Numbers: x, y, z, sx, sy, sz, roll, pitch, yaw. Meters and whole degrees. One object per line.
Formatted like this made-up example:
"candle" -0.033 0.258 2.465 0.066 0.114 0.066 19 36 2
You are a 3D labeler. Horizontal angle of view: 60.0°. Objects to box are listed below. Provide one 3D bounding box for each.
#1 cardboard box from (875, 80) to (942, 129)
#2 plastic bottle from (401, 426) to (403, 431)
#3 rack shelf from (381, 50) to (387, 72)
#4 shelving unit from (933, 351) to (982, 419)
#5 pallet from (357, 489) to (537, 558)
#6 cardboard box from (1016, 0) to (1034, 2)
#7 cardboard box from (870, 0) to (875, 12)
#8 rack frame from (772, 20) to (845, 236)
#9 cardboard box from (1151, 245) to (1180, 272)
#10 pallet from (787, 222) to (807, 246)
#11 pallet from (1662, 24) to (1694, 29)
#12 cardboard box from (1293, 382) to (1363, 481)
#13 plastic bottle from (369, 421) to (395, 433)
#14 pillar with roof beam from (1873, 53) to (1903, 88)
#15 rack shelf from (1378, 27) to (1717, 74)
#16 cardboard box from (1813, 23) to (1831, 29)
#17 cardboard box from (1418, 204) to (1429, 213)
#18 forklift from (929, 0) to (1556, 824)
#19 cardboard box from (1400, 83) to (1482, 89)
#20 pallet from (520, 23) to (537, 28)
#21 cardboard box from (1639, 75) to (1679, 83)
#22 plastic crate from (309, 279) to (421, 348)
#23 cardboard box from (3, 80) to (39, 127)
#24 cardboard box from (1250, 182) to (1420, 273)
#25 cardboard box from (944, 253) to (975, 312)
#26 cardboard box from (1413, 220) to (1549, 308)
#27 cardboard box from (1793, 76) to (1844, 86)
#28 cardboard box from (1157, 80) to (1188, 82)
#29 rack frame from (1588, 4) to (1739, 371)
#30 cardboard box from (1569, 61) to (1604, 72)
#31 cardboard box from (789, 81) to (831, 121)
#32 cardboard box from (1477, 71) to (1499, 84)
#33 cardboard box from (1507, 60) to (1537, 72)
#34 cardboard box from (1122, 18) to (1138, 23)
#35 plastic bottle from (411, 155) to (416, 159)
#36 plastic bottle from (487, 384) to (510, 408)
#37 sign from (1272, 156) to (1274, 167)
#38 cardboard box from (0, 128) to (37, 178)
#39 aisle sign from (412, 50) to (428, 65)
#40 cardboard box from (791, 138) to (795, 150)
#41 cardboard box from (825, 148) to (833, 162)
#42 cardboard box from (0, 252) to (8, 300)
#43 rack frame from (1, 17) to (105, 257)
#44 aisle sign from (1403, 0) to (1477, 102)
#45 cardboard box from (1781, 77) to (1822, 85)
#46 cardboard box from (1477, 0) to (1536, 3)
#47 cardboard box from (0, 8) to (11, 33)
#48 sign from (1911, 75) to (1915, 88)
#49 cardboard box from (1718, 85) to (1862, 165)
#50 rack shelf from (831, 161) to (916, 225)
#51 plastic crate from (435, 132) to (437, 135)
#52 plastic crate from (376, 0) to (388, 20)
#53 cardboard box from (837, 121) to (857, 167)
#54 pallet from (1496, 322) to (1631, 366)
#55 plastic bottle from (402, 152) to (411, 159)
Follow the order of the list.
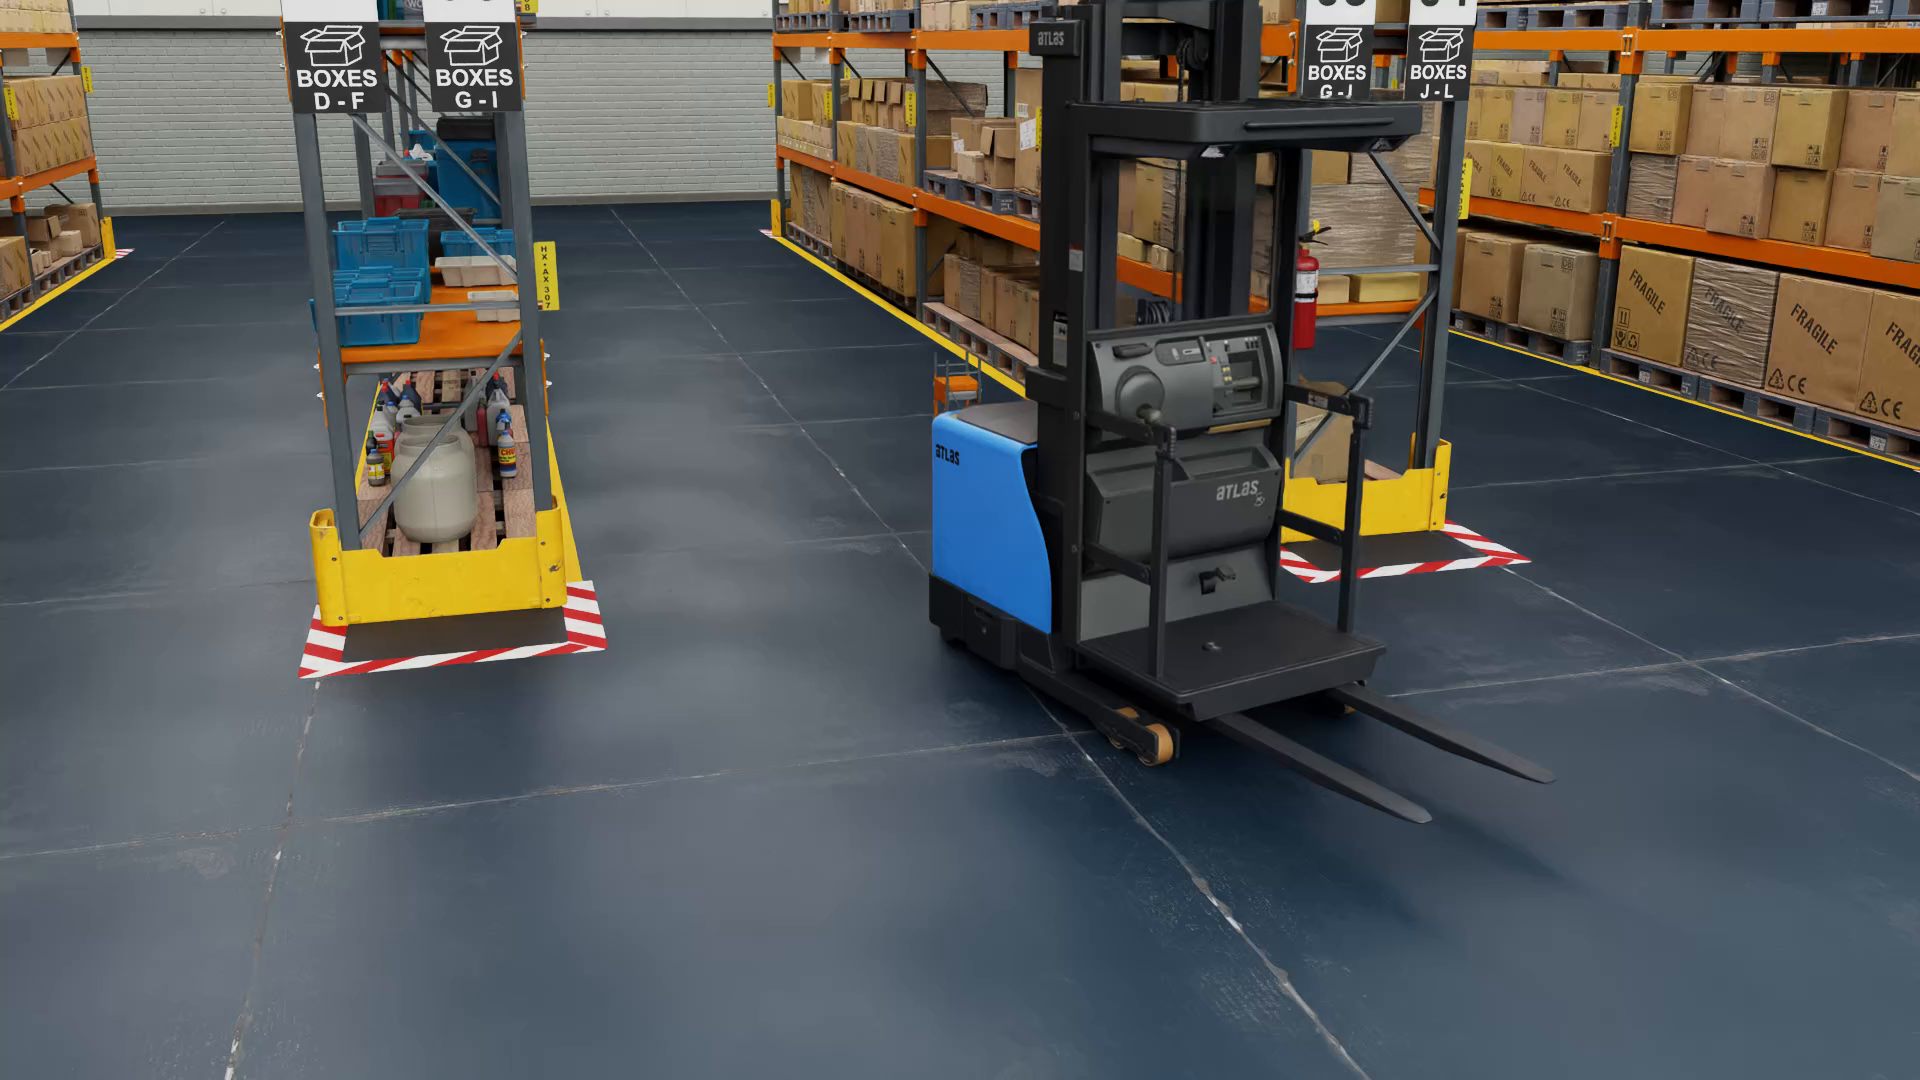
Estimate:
"cardboard box" -0.500 -4.791 18.269 0.797 0.503 0.637 -4 17 -13
"plastic bottle" -3.464 -0.610 10.369 0.097 0.201 0.097 0 17 0
"rack shelf" -4.160 -3.841 13.060 1.077 0.370 4.000 -5 17 -15
"shelving unit" -0.015 -0.518 9.350 0.215 1.050 0.252 -5 17 -15
"pallet" -2.796 0.004 9.071 1.003 0.211 1.213 -5 17 -15
"cardboard box" 0.858 -4.672 13.670 0.797 0.503 0.637 -4 17 -13
"cardboard box" -0.782 -5.893 18.350 0.380 0.149 0.250 -5 18 -18
"rack frame" -2.146 -5.906 23.900 1.000 3.000 0.127 -5 17 -15
"cardboard box" 1.461 -1.829 10.765 0.380 0.149 0.250 -5 17 -15
"pallet" -1.851 -4.356 23.586 1.003 0.211 1.213 -5 17 -15
"pallet" 9.043 -6.306 20.345 1.003 0.211 1.213 -4 17 -13
"cardboard box" 2.095 -0.658 10.045 0.500 0.500 0.500 -1 17 -5
"plastic bottle" -3.519 -0.579 10.134 0.152 0.276 0.135 -5 17 -17
"pillar with roof beam" 9.789 -8.773 23.017 9.100 9.000 0.400 -5 17 -15
"rack shelf" 5.399 -4.596 15.576 1.077 0.370 4.000 -5 17 -15
"cardboard box" 9.574 -5.678 18.160 0.396 0.266 0.258 -5 17 -15
"cardboard box" 4.892 -3.631 18.636 0.500 0.250 0.500 -6 18 -18
"forklift" 1.043 -0.670 6.588 1.130 2.935 3.031 -10 19 -30
"cardboard box" 4.963 -4.459 17.172 0.700 0.500 0.500 -5 17 -16
"pallet" -3.318 -3.350 10.503 1.213 0.211 1.003 -5 17 -15
"cardboard box" 8.776 -5.546 20.788 0.500 0.500 0.500 -5 17 -16
"plastic crate" -2.937 -1.132 8.267 0.499 0.251 0.616 -5 17 -15
"cardboard box" -10.574 -4.840 18.438 0.500 0.500 0.500 -5 18 -17
"cardboard box" 2.126 -1.825 9.623 0.875 0.500 0.500 -5 17 -15
"cardboard box" 0.256 -2.523 16.218 0.700 0.500 0.500 -6 18 -18
"cardboard box" 5.173 -2.764 16.620 1.050 0.750 0.750 -4 17 -14
"cardboard box" 13.100 -6.839 25.447 0.500 0.500 0.500 -5 17 -17
"cardboard box" 1.678 -3.015 11.847 0.500 0.500 0.500 -5 17 -15
"rack frame" 5.948 -2.951 14.062 1.000 3.000 0.127 -5 17 -15
"cardboard box" 8.644 -6.529 22.933 0.380 0.149 0.250 -5 17 -16
"cardboard box" -1.988 -5.901 22.322 0.500 0.500 0.500 -5 17 -17
"cardboard box" 7.806 -6.500 23.964 0.500 0.500 0.500 -4 17 -15
"cardboard box" 7.977 -6.701 23.505 0.380 0.149 0.250 -5 17 -16
"cardboard box" 1.306 -3.523 11.012 0.500 0.250 0.500 -5 18 -17
"plastic bottle" -5.730 -3.870 17.338 0.152 0.276 0.135 -5 17 -15
"plastic bottle" -3.015 -0.840 10.873 0.144 0.351 0.185 -5 17 -16
"sign" 1.712 -2.148 8.827 0.100 0.325 0.005 -5 17 -15
"cardboard box" -10.451 -4.228 18.140 0.500 0.500 0.500 -4 17 -14
"aisle sign" -7.214 -6.756 22.211 0.394 0.787 0.004 -5 17 -15
"cardboard box" -2.082 -5.378 22.577 0.380 0.149 0.250 -5 17 -16
"cardboard box" -1.446 -4.738 20.448 0.380 0.149 0.250 -5 17 -15
"cardboard box" -9.897 -2.641 16.611 0.500 0.500 0.500 -4 17 -15
"rack frame" -11.672 -5.124 21.296 1.000 3.000 0.127 -5 17 -15
"aisle sign" 2.556 -2.732 8.815 0.394 0.787 0.004 -5 17 -15
"cardboard box" 9.680 -5.159 19.502 0.500 0.500 0.500 -5 18 -17
"cardboard box" 5.115 -5.202 15.594 0.500 0.311 0.500 -5 17 -16
"cardboard box" -10.469 -5.536 17.716 0.500 0.250 0.500 -5 17 -15
"sign" 13.786 -6.576 24.118 0.100 0.325 0.005 -5 17 -15
"cardboard box" 6.296 -3.132 12.527 0.875 0.550 0.550 -5 17 -15
"rack shelf" -0.497 -3.902 18.479 1.077 0.370 4.000 -5 17 -15
"plastic crate" -6.976 -5.187 21.692 0.416 0.233 0.300 -5 17 -15
"plastic crate" -3.325 -3.021 9.111 0.392 0.384 0.575 -5 17 -15
"cardboard box" -1.161 -4.701 19.713 0.500 0.500 0.500 -5 17 -15
"pallet" 5.664 -1.823 15.154 1.003 0.211 1.213 -5 17 -15
"plastic bottle" -5.549 -3.720 16.707 0.144 0.351 0.185 -5 17 -15
